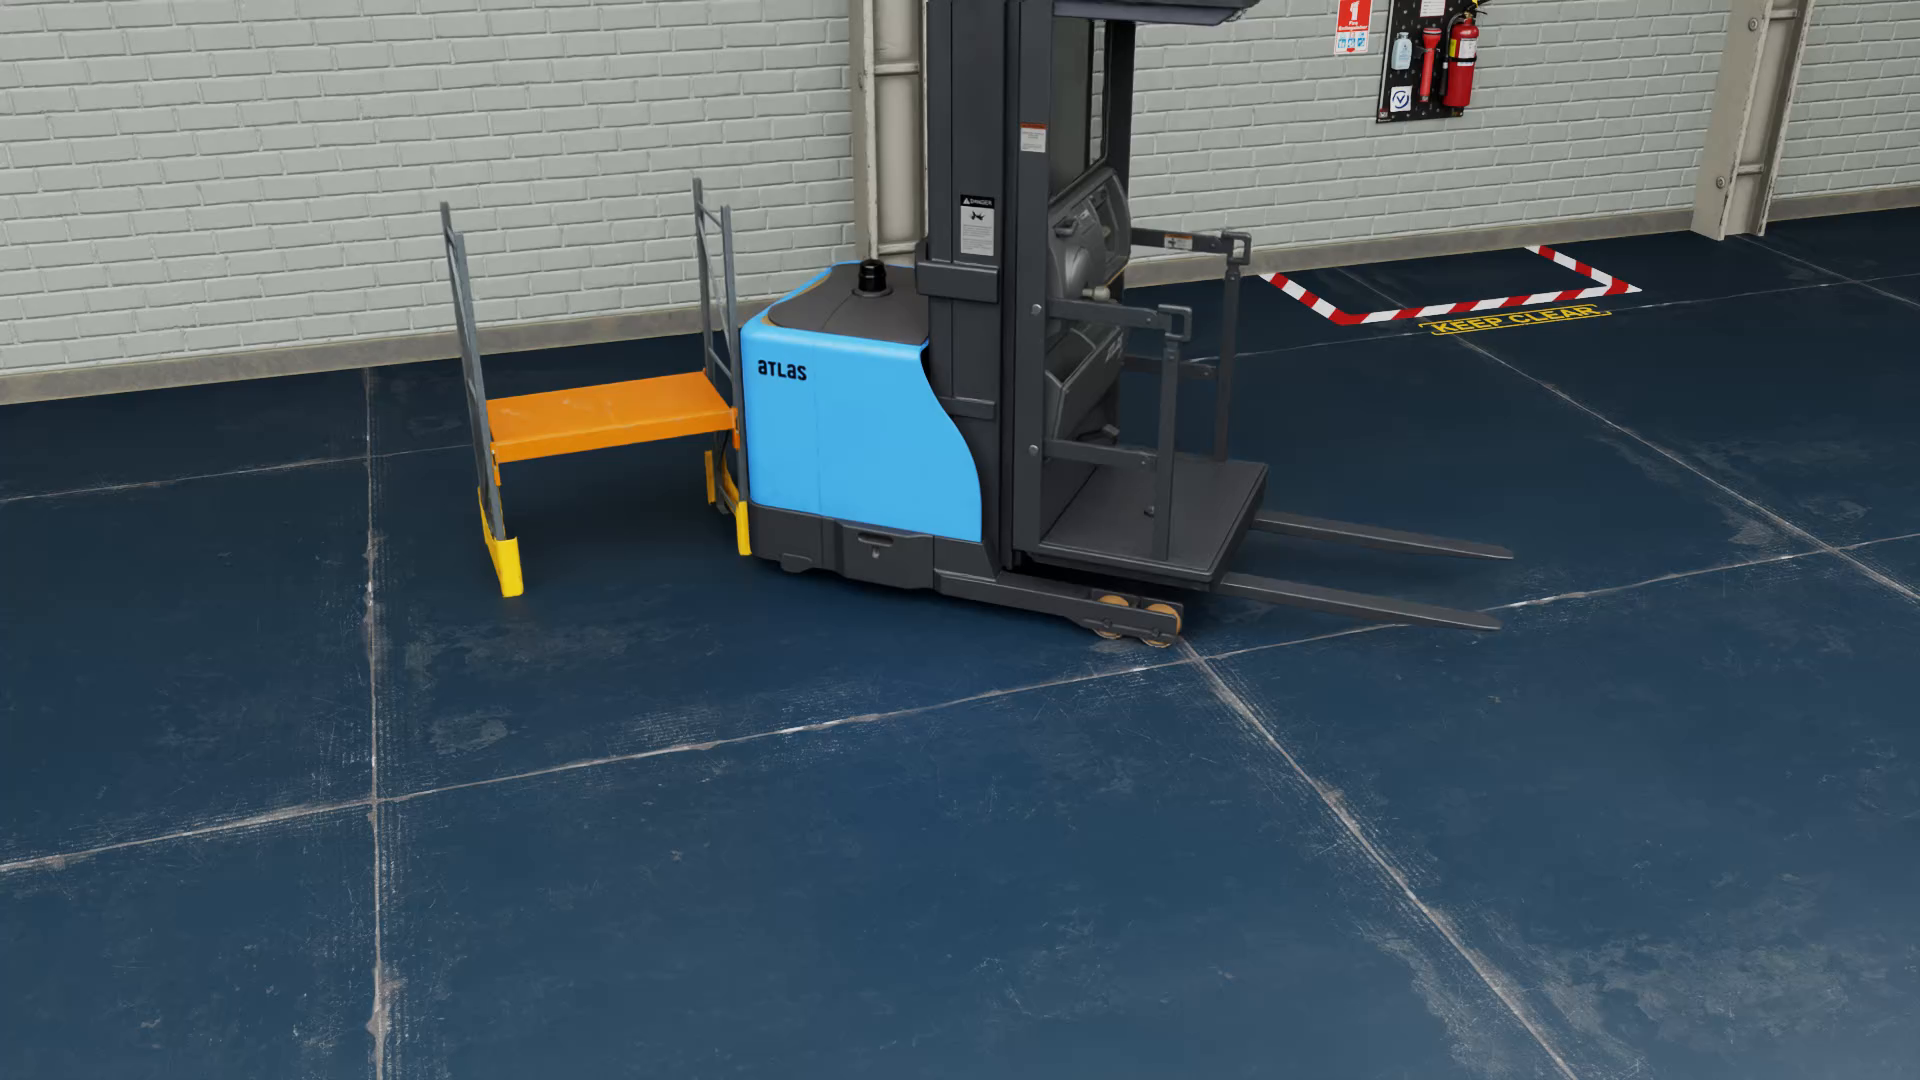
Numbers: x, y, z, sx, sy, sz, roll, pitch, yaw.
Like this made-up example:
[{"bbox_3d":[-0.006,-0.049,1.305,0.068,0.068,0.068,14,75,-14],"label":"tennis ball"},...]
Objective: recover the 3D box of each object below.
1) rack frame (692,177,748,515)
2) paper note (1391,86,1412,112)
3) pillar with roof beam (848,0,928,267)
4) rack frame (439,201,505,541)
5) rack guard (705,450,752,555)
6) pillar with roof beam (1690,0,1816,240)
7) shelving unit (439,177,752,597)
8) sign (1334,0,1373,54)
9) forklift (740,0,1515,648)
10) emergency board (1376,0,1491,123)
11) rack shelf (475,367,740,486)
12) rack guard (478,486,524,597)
[{"bbox_3d":[-1.006,-0.732,7.037,0.032,1.500,0.500,-10,28,-20],"label":"rack frame"},{"bbox_3d":[2.773,-2.772,10.451,0.142,0.148,0.016,-8,28,-16],"label":"paper note"},{"bbox_3d":[0.953,-3.527,4.234,0.400,9.000,9.100,-8,28,-16],"label":"pillar with roof beam"},{"bbox_3d":[-1.948,-0.562,6.696,0.032,1.500,0.500,-10,28,-20],"label":"rack frame"},{"bbox_3d":[-1.007,-0.172,7.315,0.087,0.250,0.587,-10,28,-20],"label":"rack guard"},{"bbox_3d":[6.658,-4.353,5.898,0.400,9.000,9.100,-8,28,-16],"label":"pillar with roof beam"},{"bbox_3d":[-1.468,-0.649,6.870,1.083,1.500,0.587,-10,28,-20],"label":"shelving unit"},{"bbox_3d":[2.405,-3.145,10.172,0.234,0.329,0.001,-8,28,-16],"label":"sign"},{"bbox_3d":[0.685,-1.165,6.300,3.031,2.935,1.130,10,28,19],"label":"forklift"},{"bbox_3d":[2.963,-3.162,10.246,0.643,1.169,0.194,-8,28,-16],"label":"emergency board"},{"bbox_3d":[-1.477,-0.486,6.947,1.000,0.185,0.538,-10,28,-20],"label":"rack shelf"},{"bbox_3d":[-1.930,-0.006,6.980,0.087,0.250,0.587,-10,28,-20],"label":"rack guard"}]
